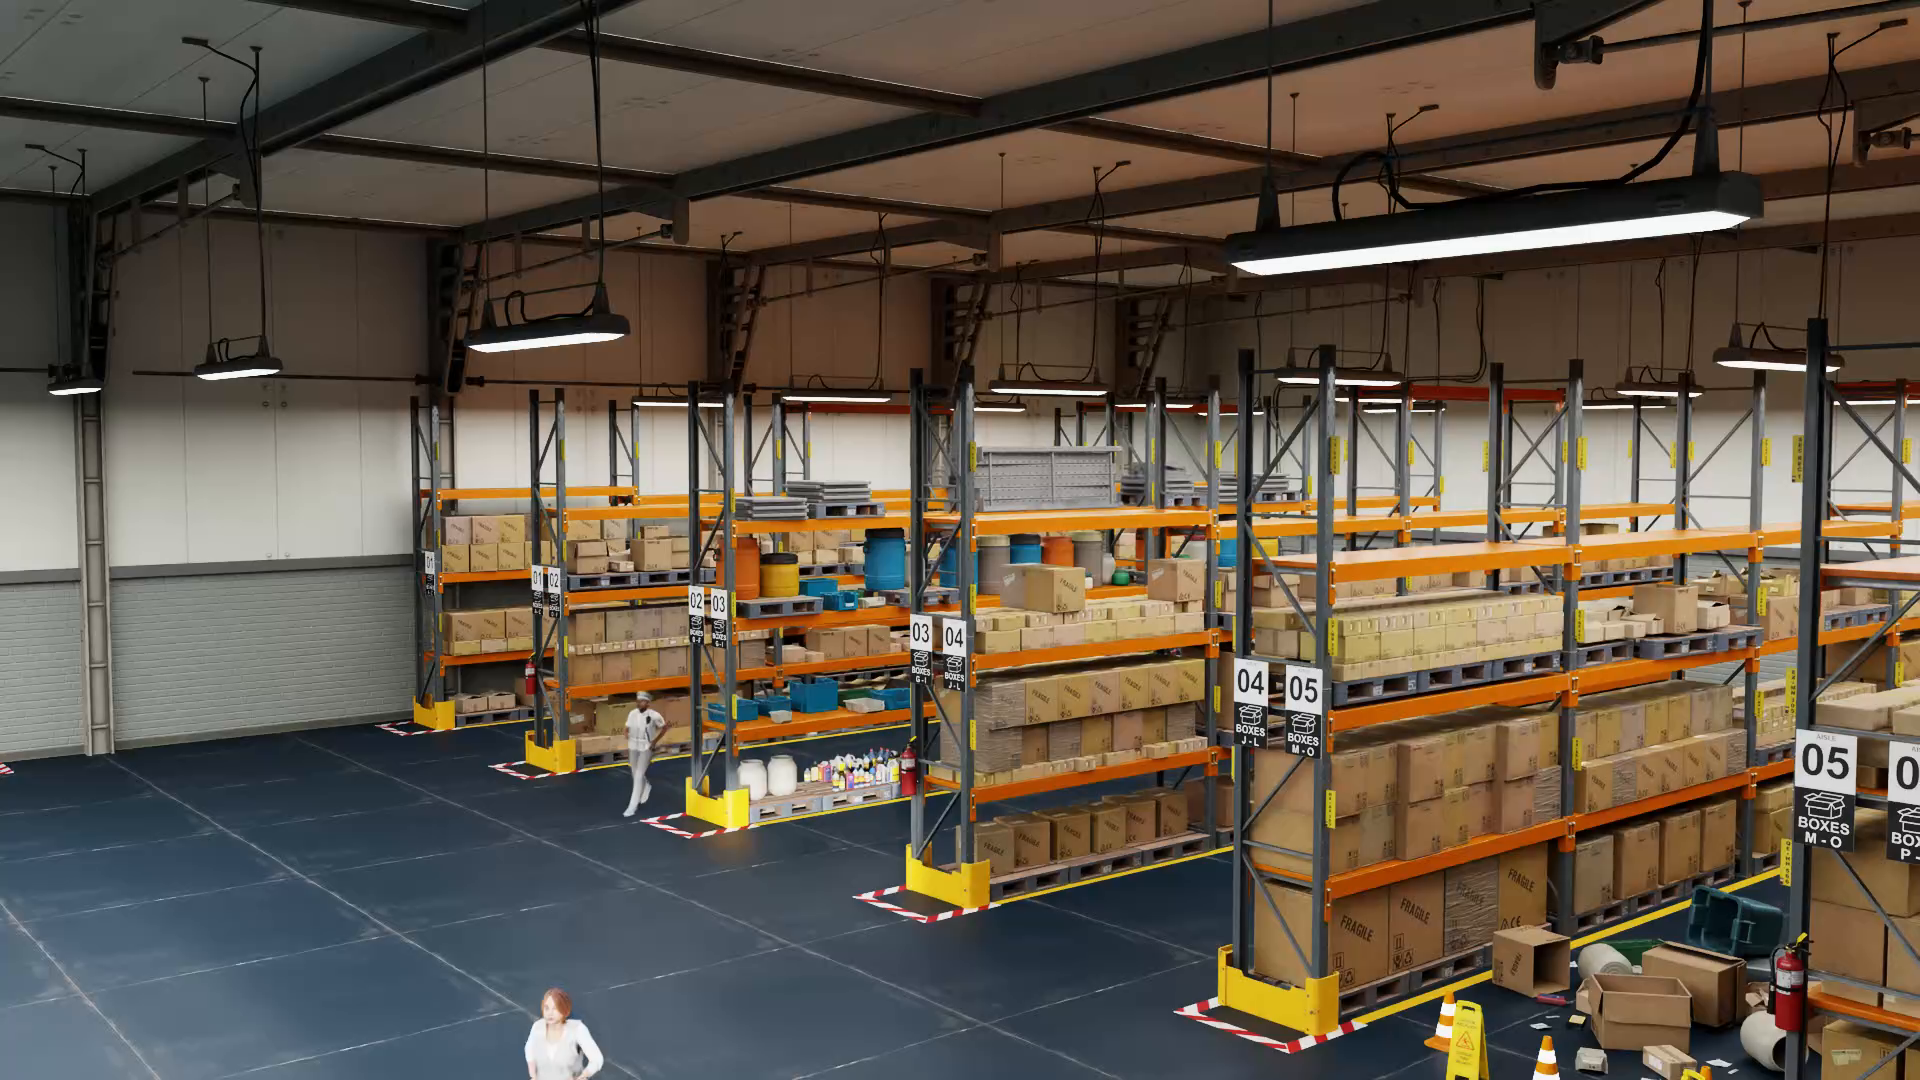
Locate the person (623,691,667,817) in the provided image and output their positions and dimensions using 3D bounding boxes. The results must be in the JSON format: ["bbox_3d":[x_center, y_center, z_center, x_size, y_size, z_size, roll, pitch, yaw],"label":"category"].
[{"bbox_3d":[-4.425,2.949,23.296,0.591,1.716,0.855,1,4,18],"label":"person"}]

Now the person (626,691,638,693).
[{"bbox_3d":[-5.761,2.535,29.514,0.688,1.783,0.837,3,5,44],"label":"person"}]

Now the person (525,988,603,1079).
[{"bbox_3d":[-2.602,3.713,10.936,0.533,1.631,0.736,0,3,-5],"label":"person"}]
